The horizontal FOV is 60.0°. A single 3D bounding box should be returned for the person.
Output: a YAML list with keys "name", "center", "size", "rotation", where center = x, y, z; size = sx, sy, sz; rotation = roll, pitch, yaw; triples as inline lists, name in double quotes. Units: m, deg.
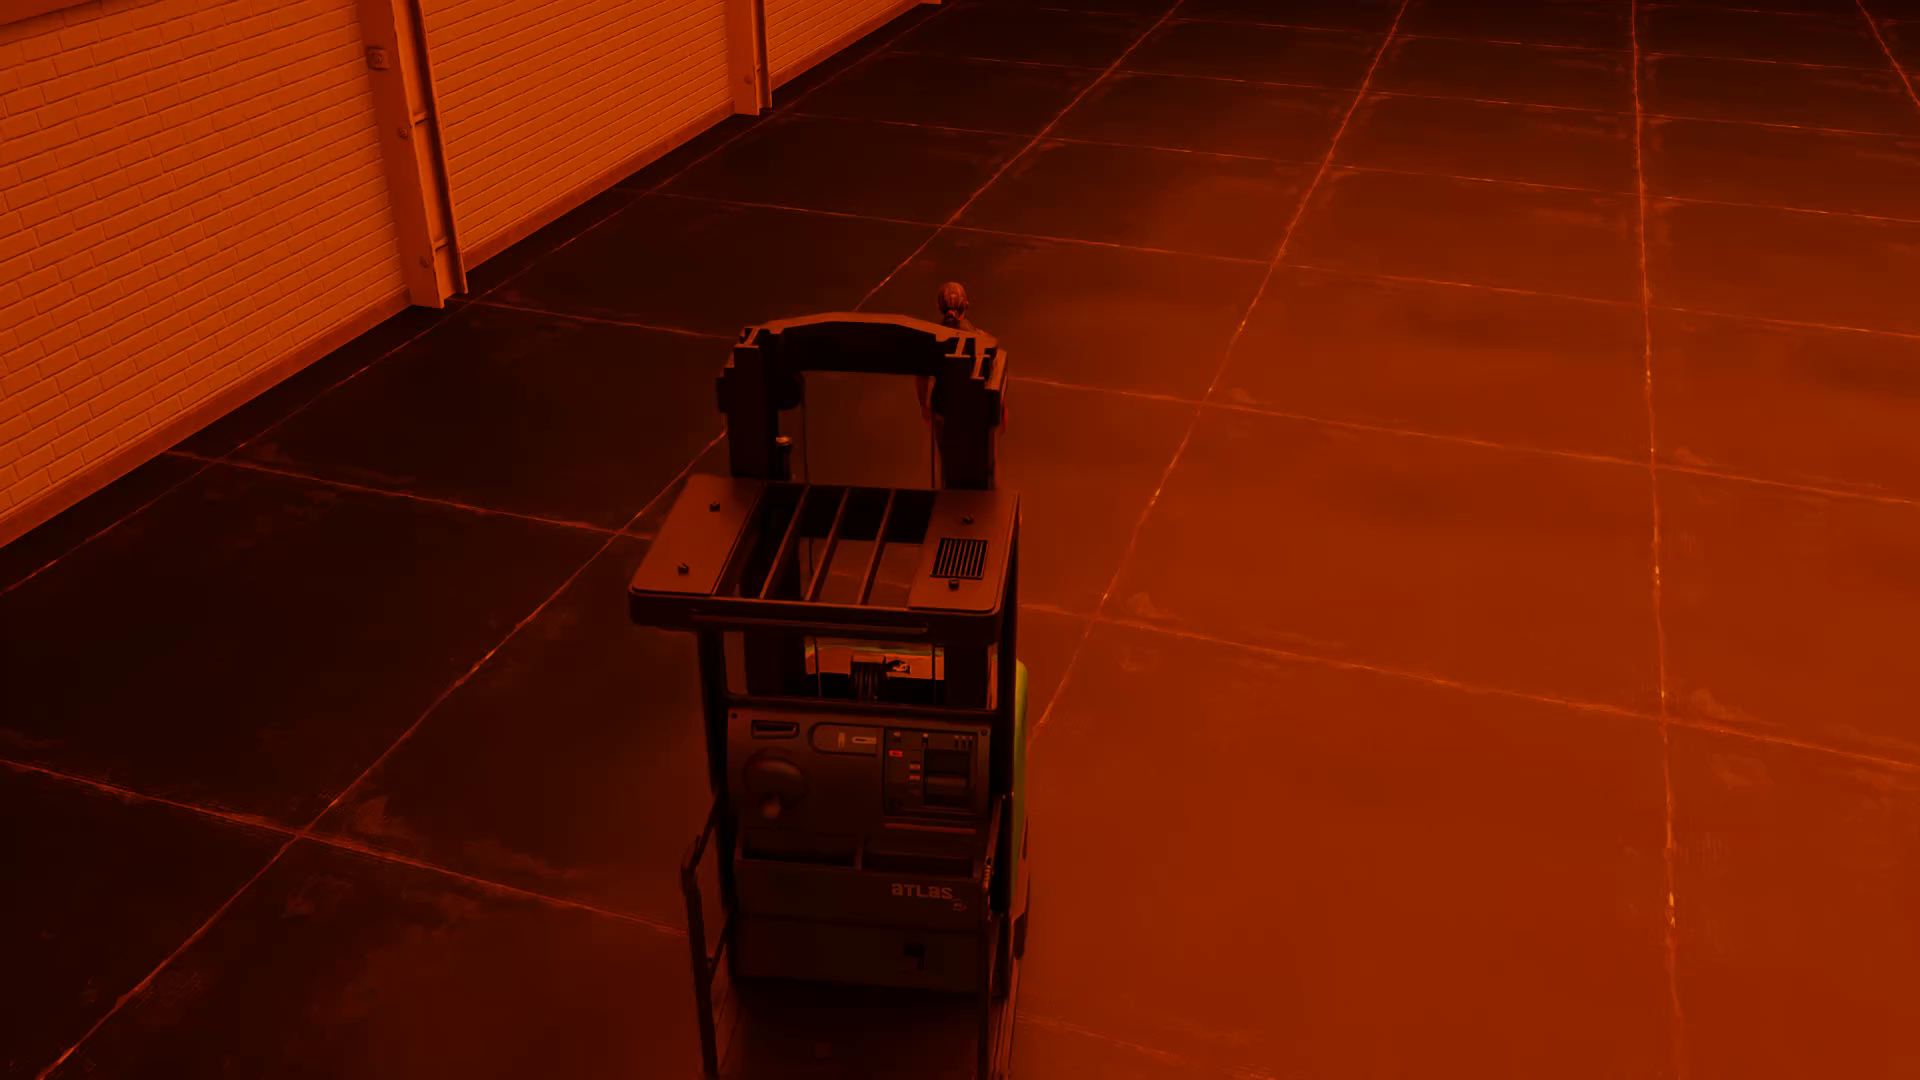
- name: "person"
  center: [0.047, -0.763, 9.749]
  size: [0.569, 1.656, 0.503]
  rotation: [10, 31, 16]

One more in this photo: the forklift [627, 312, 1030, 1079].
- name: "forklift"
  center: [-0.380, 0.849, 5.646]
  size: [1.130, 2.935, 3.031]
  rotation: [3, 30, 6]
